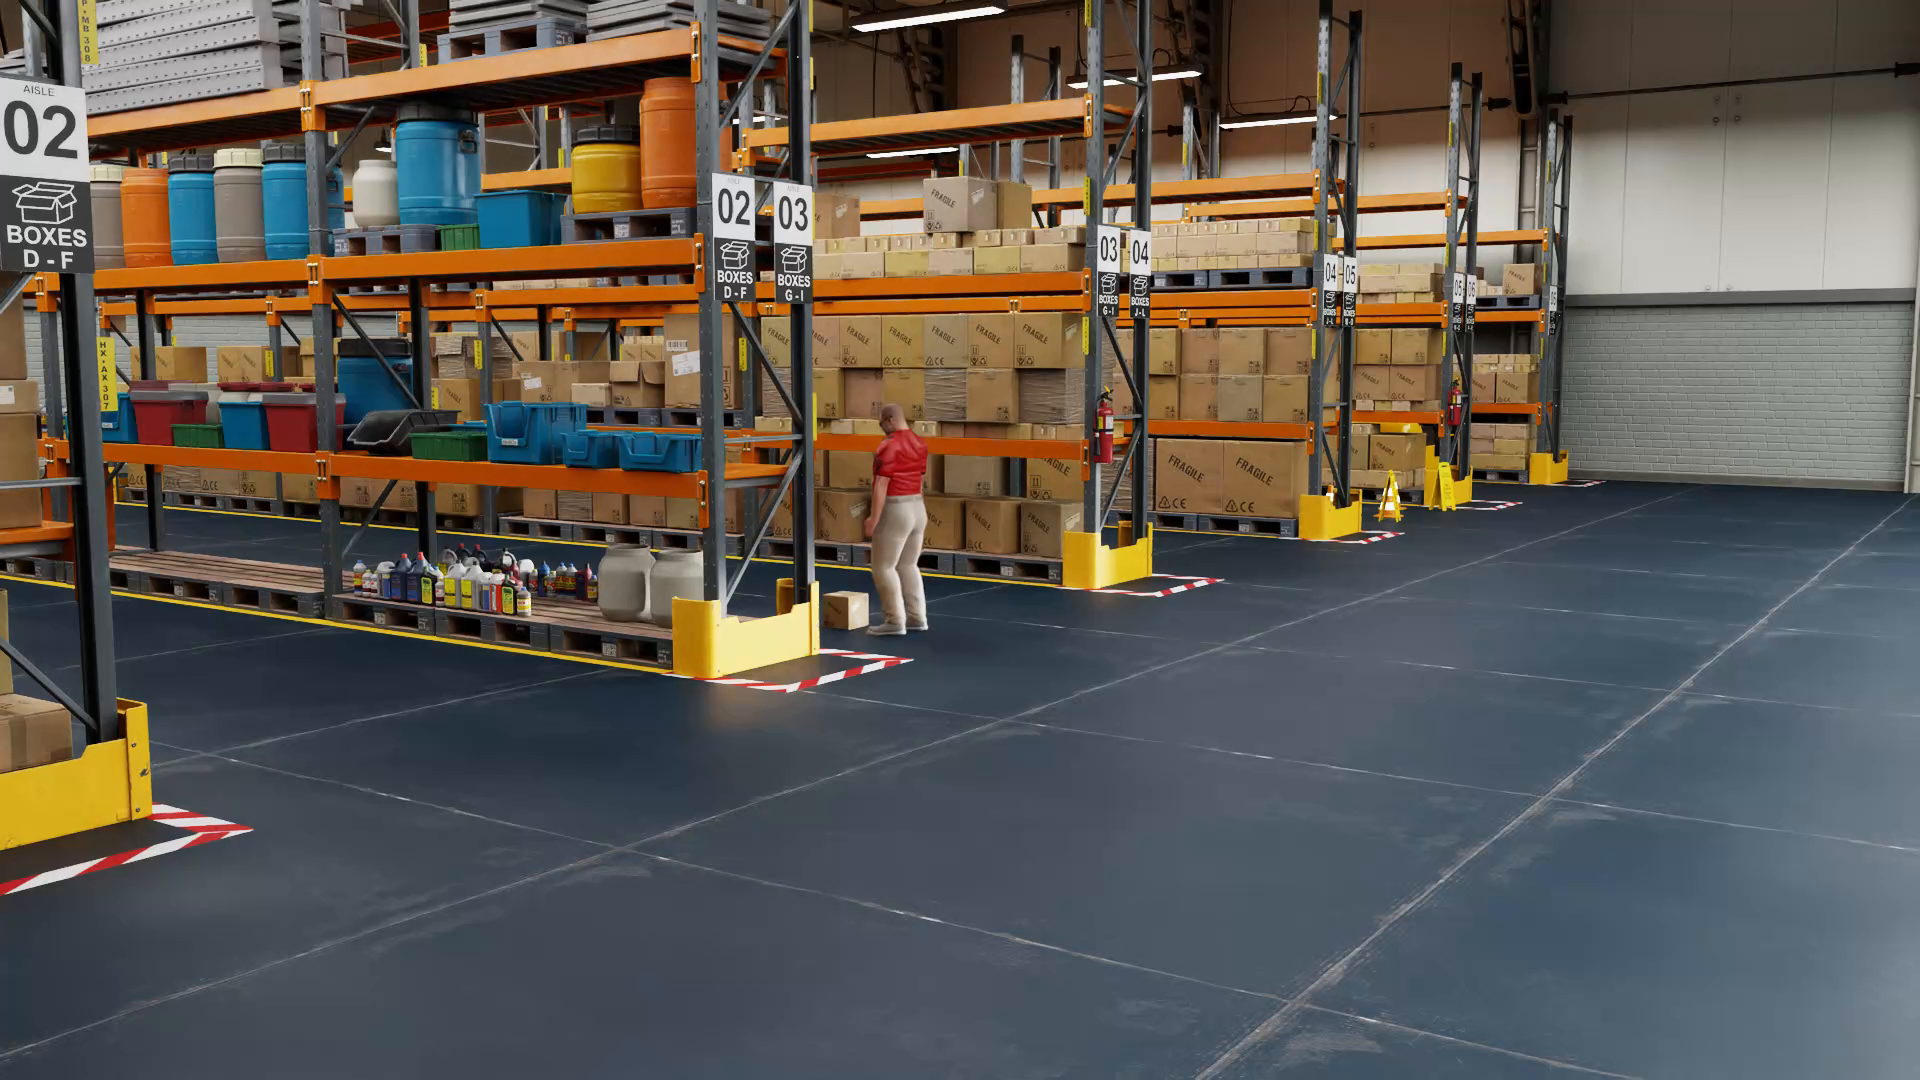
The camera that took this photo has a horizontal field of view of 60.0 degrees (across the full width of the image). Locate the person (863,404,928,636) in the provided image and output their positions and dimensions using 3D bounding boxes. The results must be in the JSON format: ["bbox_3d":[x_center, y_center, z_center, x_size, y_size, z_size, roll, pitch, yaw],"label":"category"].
[{"bbox_3d":[-0.471,-0.153,12.350,0.358,1.715,0.536,4,8,35],"label":"person"}]
